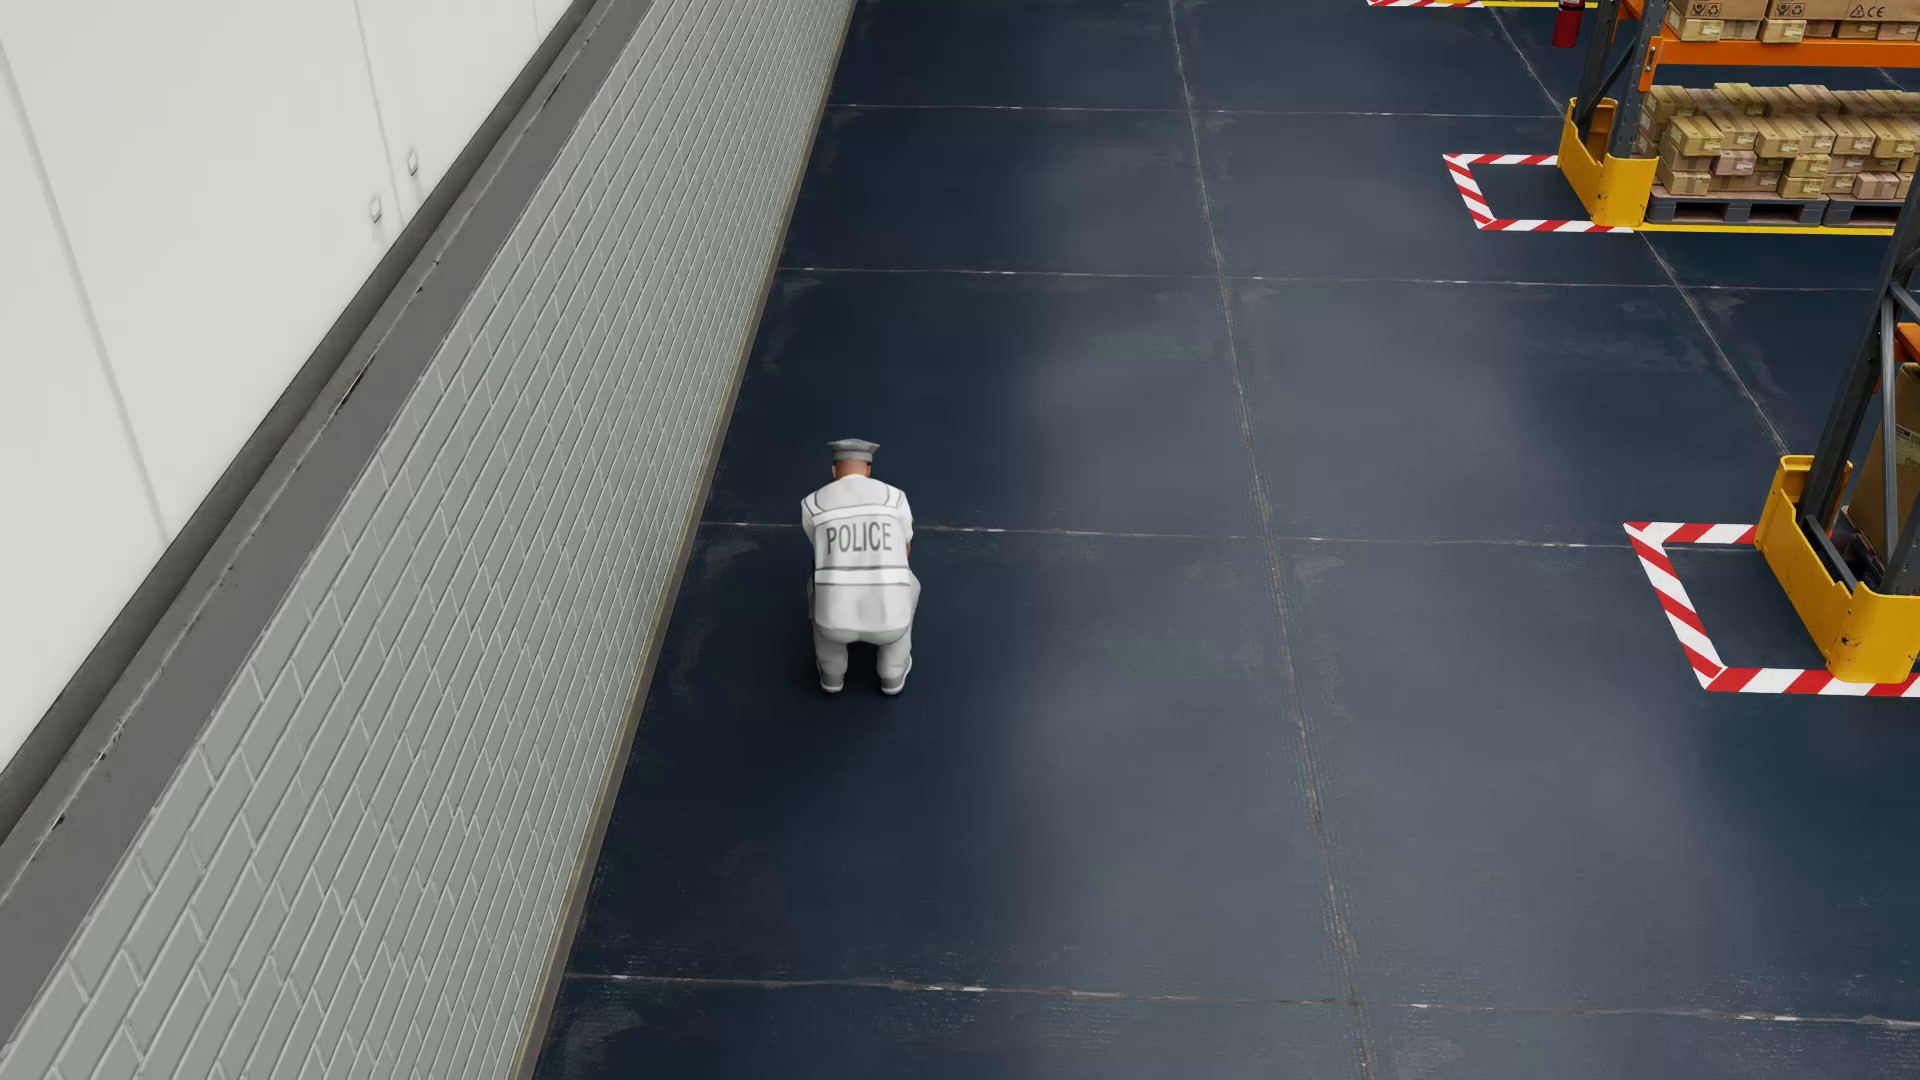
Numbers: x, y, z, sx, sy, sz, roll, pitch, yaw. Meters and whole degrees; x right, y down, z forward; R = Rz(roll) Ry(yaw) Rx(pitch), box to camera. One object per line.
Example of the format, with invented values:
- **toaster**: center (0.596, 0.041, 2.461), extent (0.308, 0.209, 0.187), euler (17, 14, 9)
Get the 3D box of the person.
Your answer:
- **person**: center (-0.451, 0.133, 7.567), extent (0.534, 1.022, 0.925), euler (1, 35, 1)
